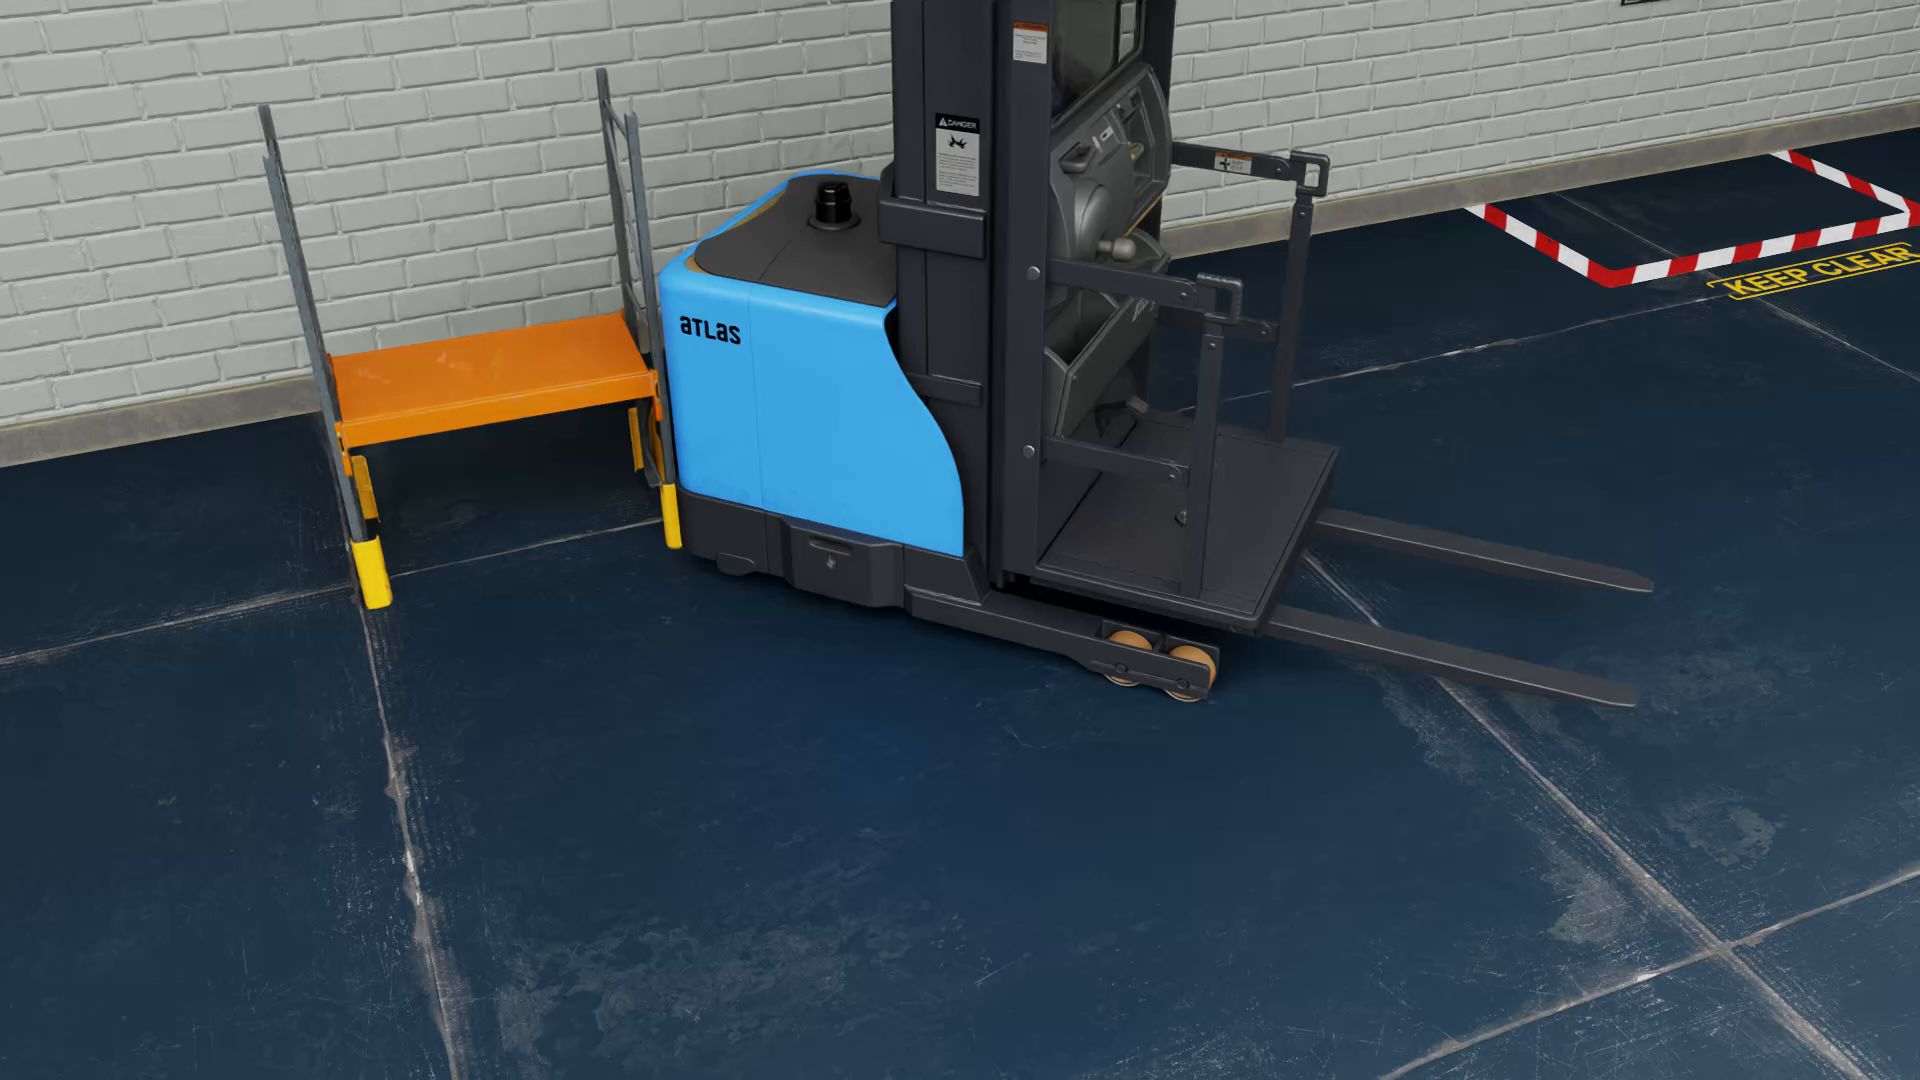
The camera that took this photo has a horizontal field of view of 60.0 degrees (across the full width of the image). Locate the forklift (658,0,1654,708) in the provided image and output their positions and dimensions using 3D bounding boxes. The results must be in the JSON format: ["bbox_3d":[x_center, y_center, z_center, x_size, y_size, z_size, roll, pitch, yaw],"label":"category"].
[{"bbox_3d":[0.625,-1.072,4.711,3.031,2.935,1.130,13,35,19],"label":"forklift"}]

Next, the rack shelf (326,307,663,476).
[{"bbox_3d":[-1.536,-0.504,5.477,1.000,0.185,0.538,-12,35,-18],"label":"rack shelf"}]

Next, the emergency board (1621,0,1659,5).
[{"bbox_3d":[3.524,-3.110,7.779,0.626,1.169,0.157,-13,35,-19],"label":"emergency board"}]

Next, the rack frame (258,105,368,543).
[{"bbox_3d":[-2.011,-0.555,5.227,0.032,1.500,0.500,-12,35,-18],"label":"rack frame"}]

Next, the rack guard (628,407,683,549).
[{"bbox_3d":[-1.063,-0.229,5.872,0.087,0.250,0.587,-12,35,-18],"label":"rack guard"}]

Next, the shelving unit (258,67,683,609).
[{"bbox_3d":[-1.528,-0.657,5.382,1.083,1.500,0.587,-12,35,-18],"label":"shelving unit"}]

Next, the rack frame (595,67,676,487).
[{"bbox_3d":[-1.062,-0.754,5.533,0.032,1.500,0.500,-12,35,-18],"label":"rack frame"}]

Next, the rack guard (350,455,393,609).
[{"bbox_3d":[-1.992,-0.034,5.572,0.087,0.250,0.587,-12,35,-18],"label":"rack guard"}]
